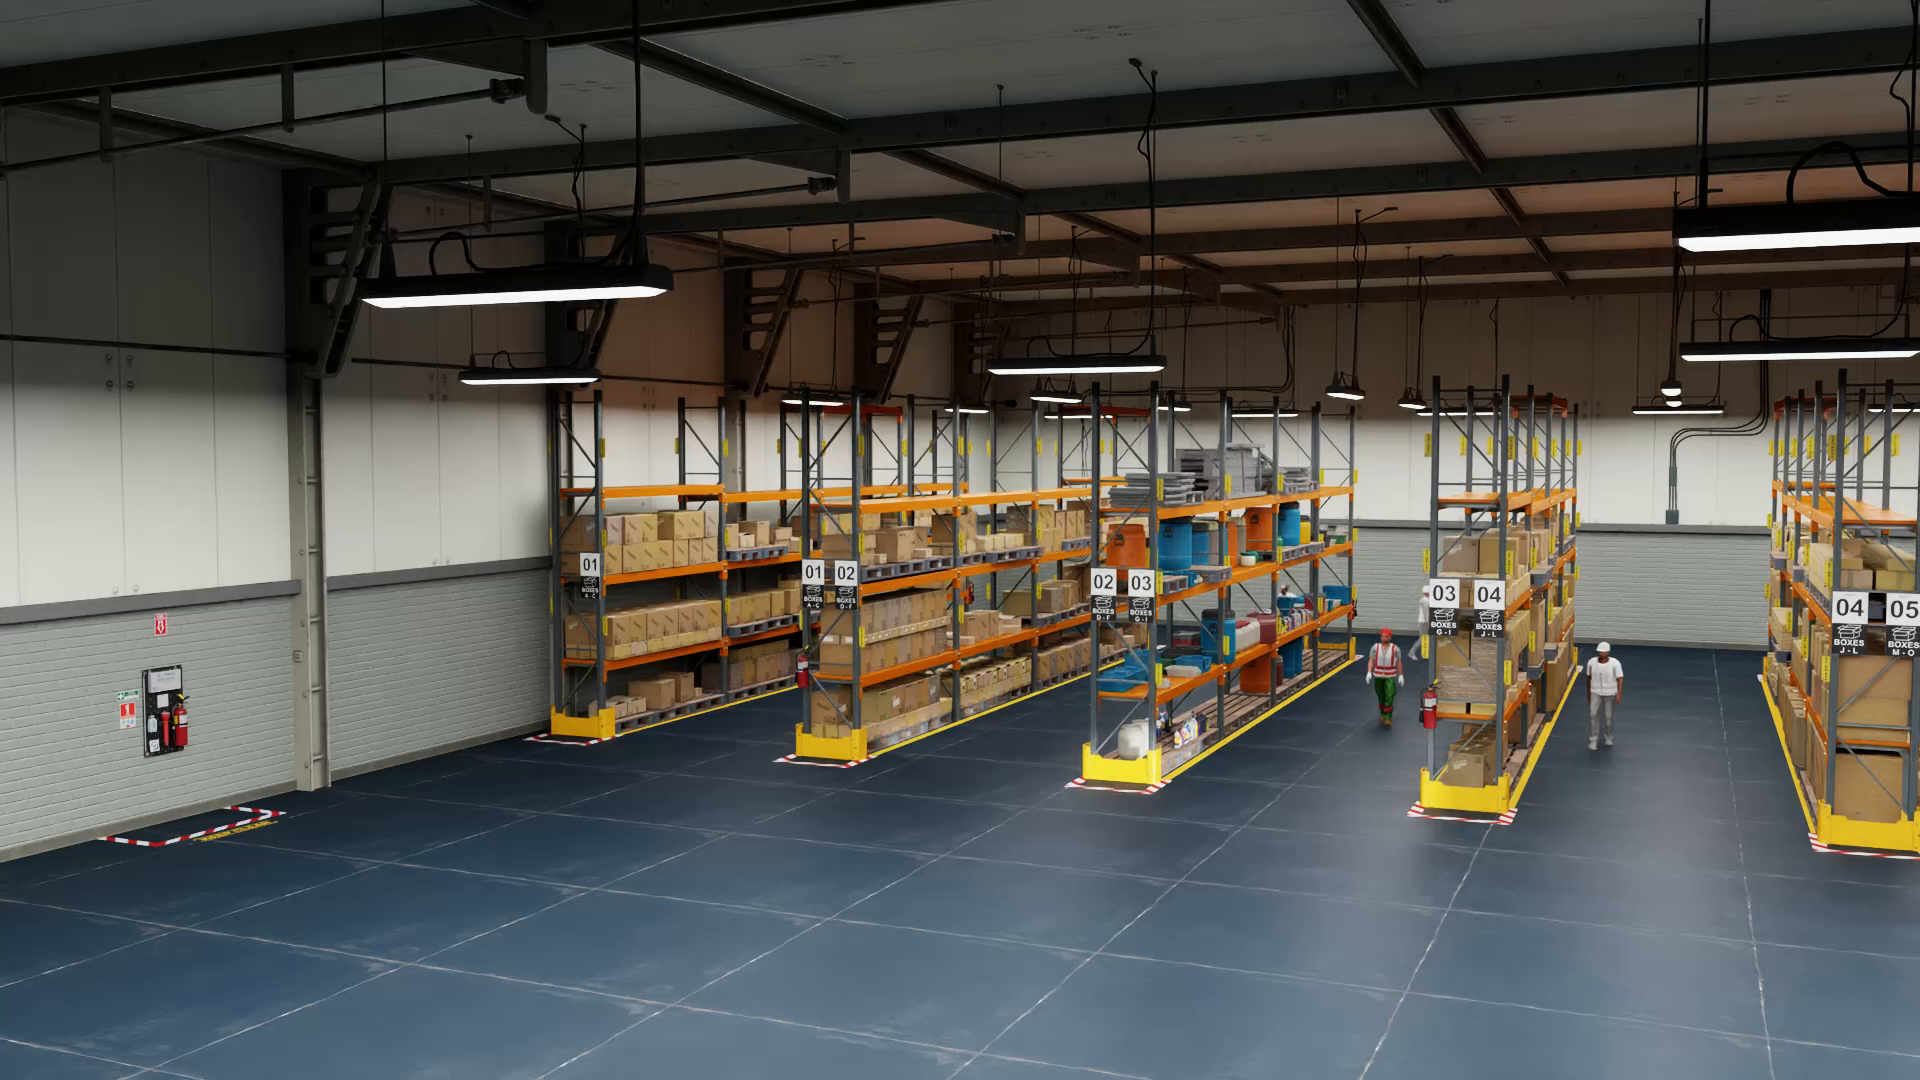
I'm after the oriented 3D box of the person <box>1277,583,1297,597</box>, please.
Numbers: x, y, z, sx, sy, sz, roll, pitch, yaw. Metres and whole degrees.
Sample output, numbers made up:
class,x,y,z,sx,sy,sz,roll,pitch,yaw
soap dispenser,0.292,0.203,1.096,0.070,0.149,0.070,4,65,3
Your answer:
class,x,y,z,sx,sy,sz,roll,pitch,yaw
person,8.307,1.879,42.128,0.605,1.601,0.736,2,4,35

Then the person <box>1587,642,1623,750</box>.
class,x,y,z,sx,sy,sz,roll,pitch,yaw
person,10.747,2.585,27.777,0.621,1.774,0.705,2,4,35

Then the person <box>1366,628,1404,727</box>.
class,x,y,z,sx,sy,sz,roll,pitch,yaw
person,7.642,2.454,29.905,0.637,1.732,1.020,1,3,22

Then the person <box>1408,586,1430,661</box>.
class,x,y,z,sx,sy,sz,roll,pitch,yaw
person,10.935,1.950,39.121,0.714,1.766,0.569,1,3,24
